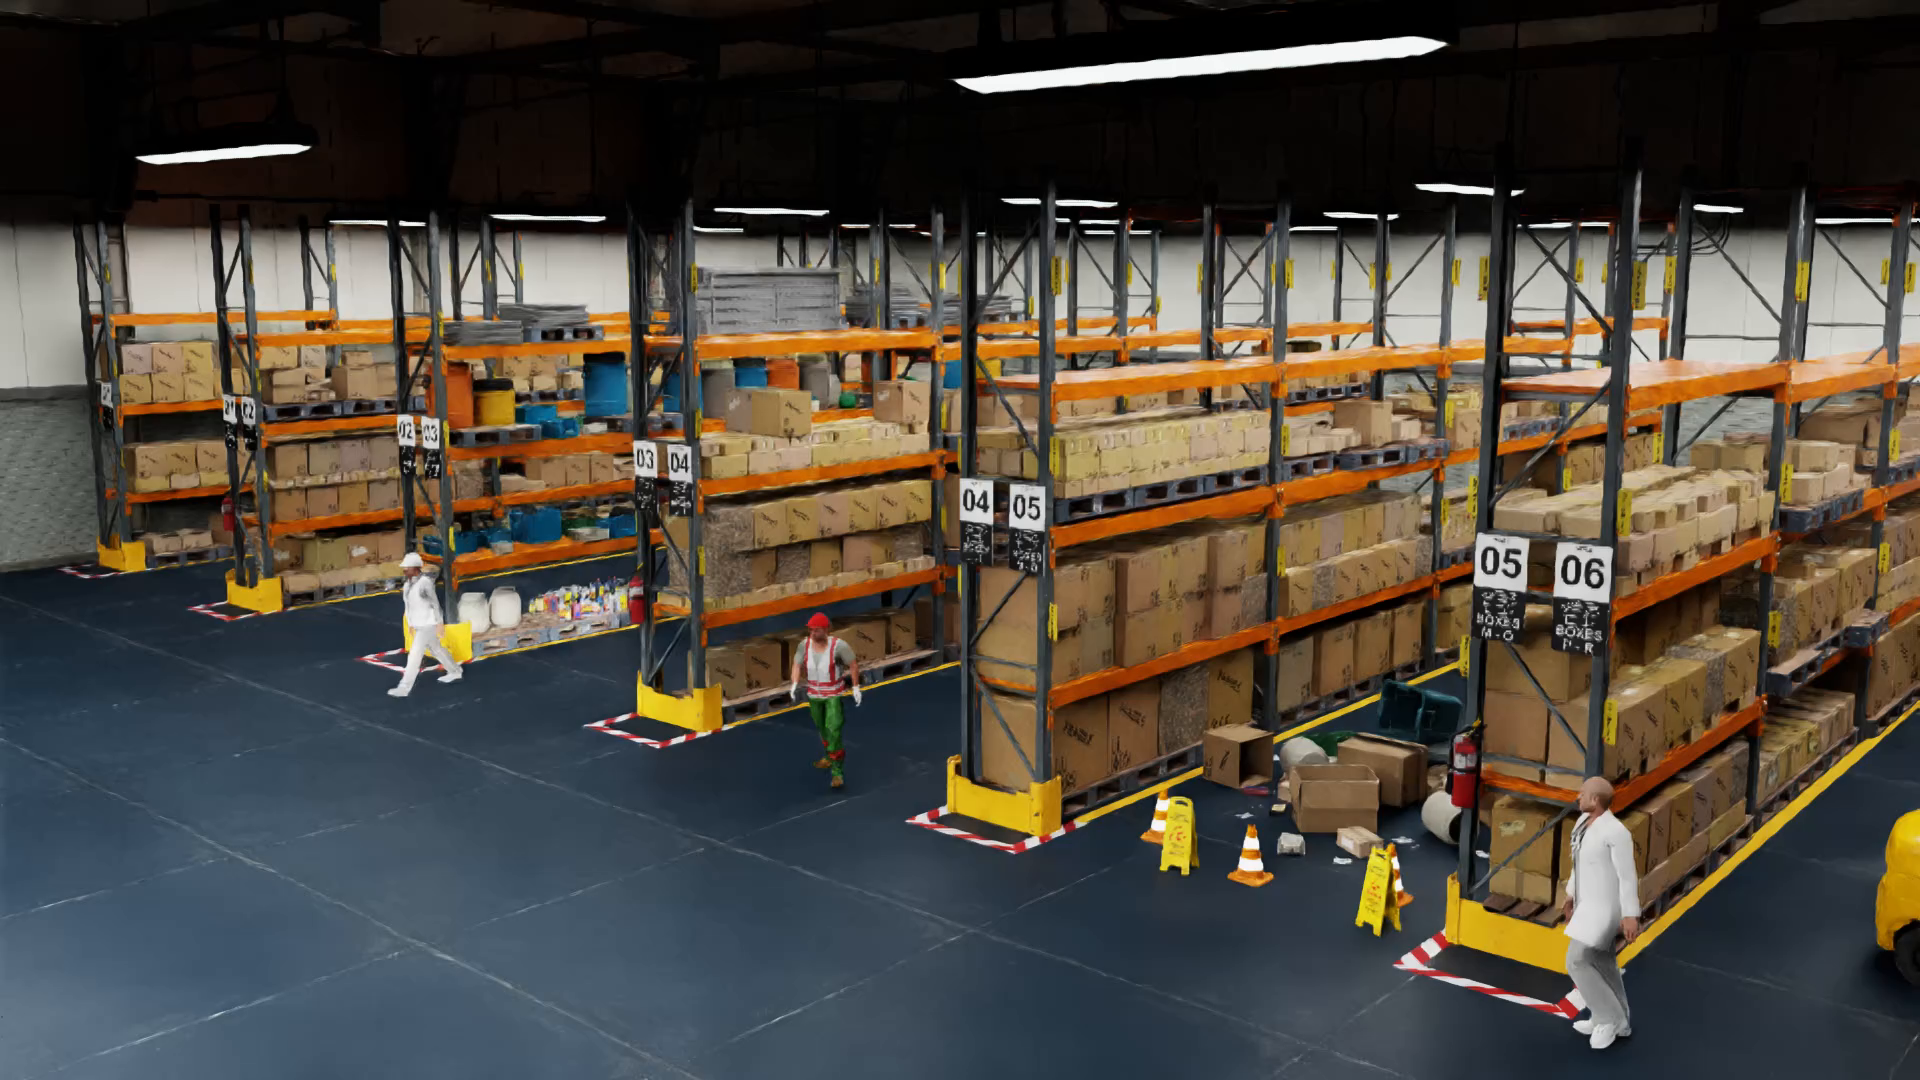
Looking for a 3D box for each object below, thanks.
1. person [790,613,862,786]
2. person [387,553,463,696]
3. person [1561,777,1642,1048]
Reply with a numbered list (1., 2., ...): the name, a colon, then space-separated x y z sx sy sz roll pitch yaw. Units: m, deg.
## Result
1. person: -1.334 1.549 16.731 0.684 1.715 0.844 4 10 24
2. person: -6.552 0.986 20.168 0.543 1.700 1.114 9 13 43
3. person: 4.266 2.459 11.108 0.505 1.764 0.691 0 9 2
